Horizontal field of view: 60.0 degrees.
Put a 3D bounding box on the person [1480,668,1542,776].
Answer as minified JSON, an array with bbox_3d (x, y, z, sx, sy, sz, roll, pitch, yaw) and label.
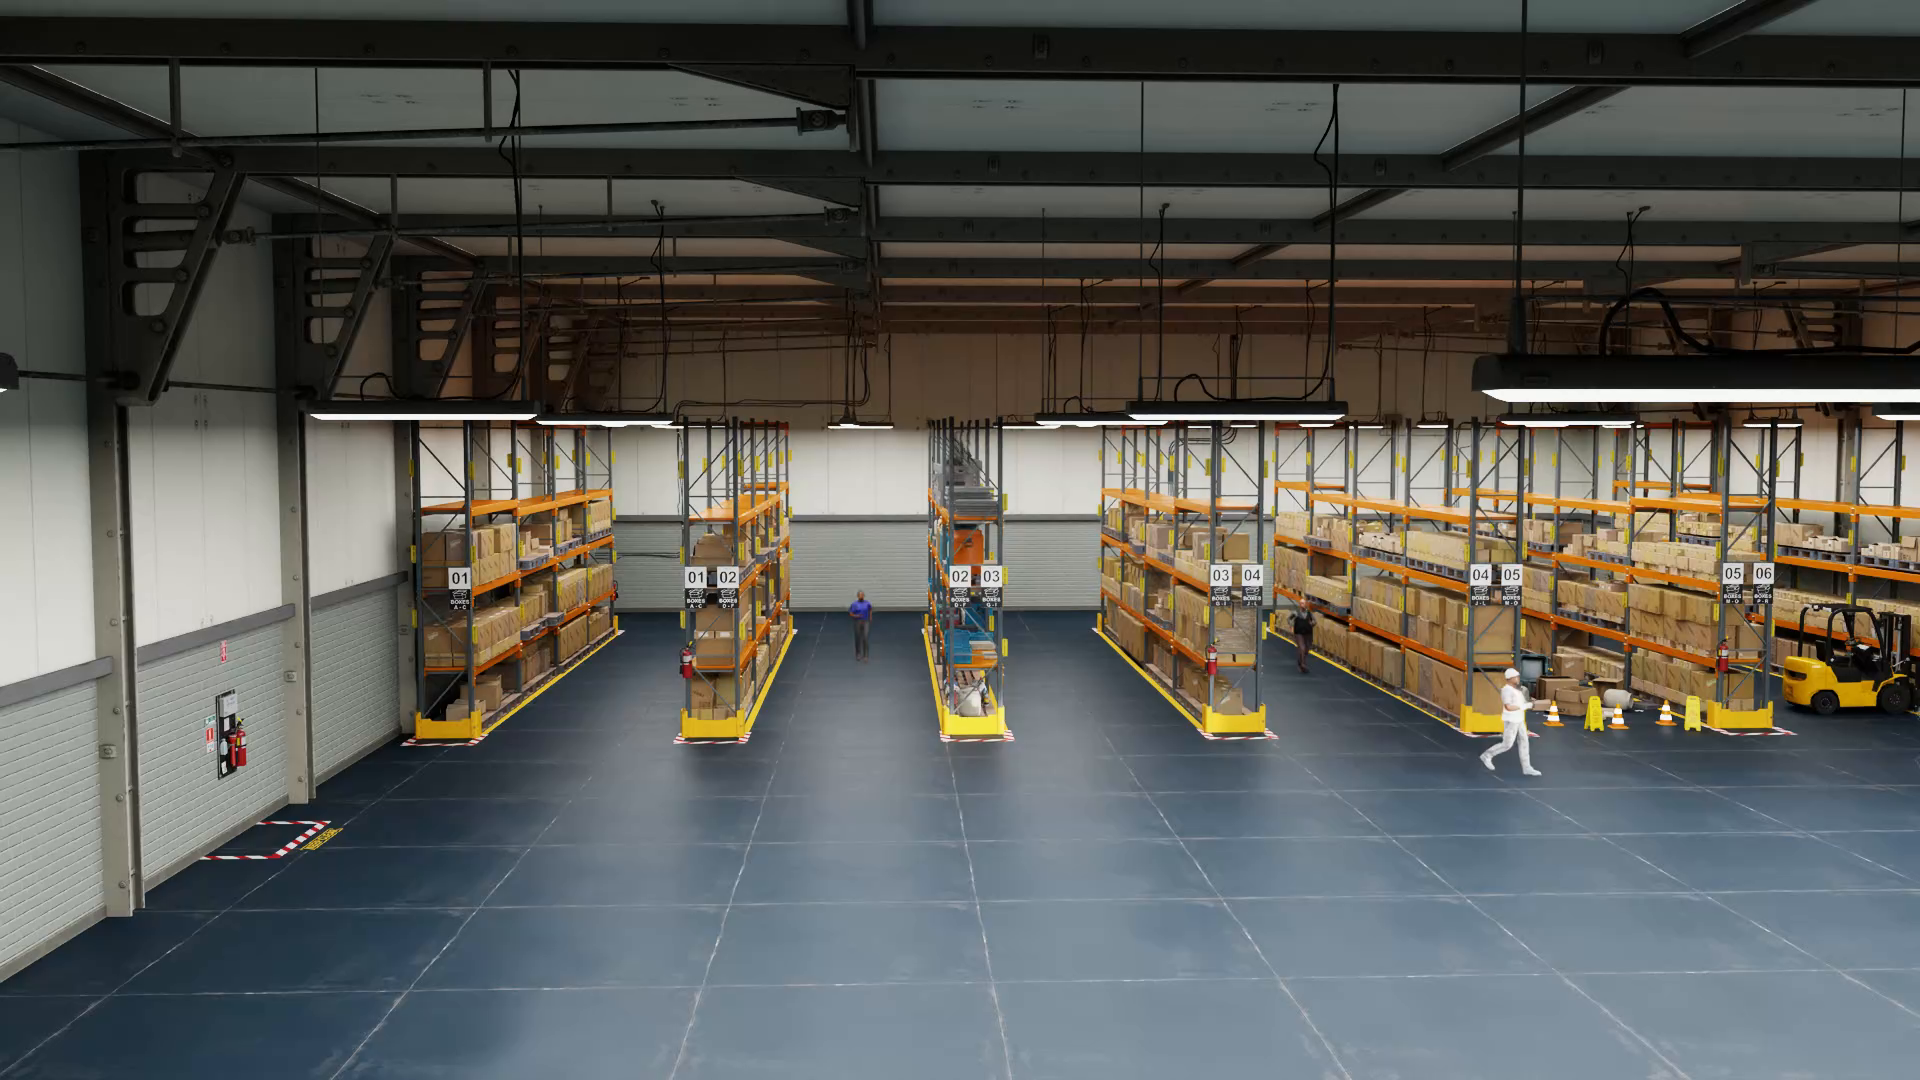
[{"bbox_3d":[9.170,3.011,27.620,0.988,1.762,0.691,3,5,34],"label":"person"}]

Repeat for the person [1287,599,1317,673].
[{"bbox_3d":[8.142,2.262,39.505,0.647,1.707,0.969,-1,4,-10],"label":"person"}]

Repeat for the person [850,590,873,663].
[{"bbox_3d":[-2.318,2.036,39.165,0.569,1.702,0.861,-1,4,-9],"label":"person"}]
